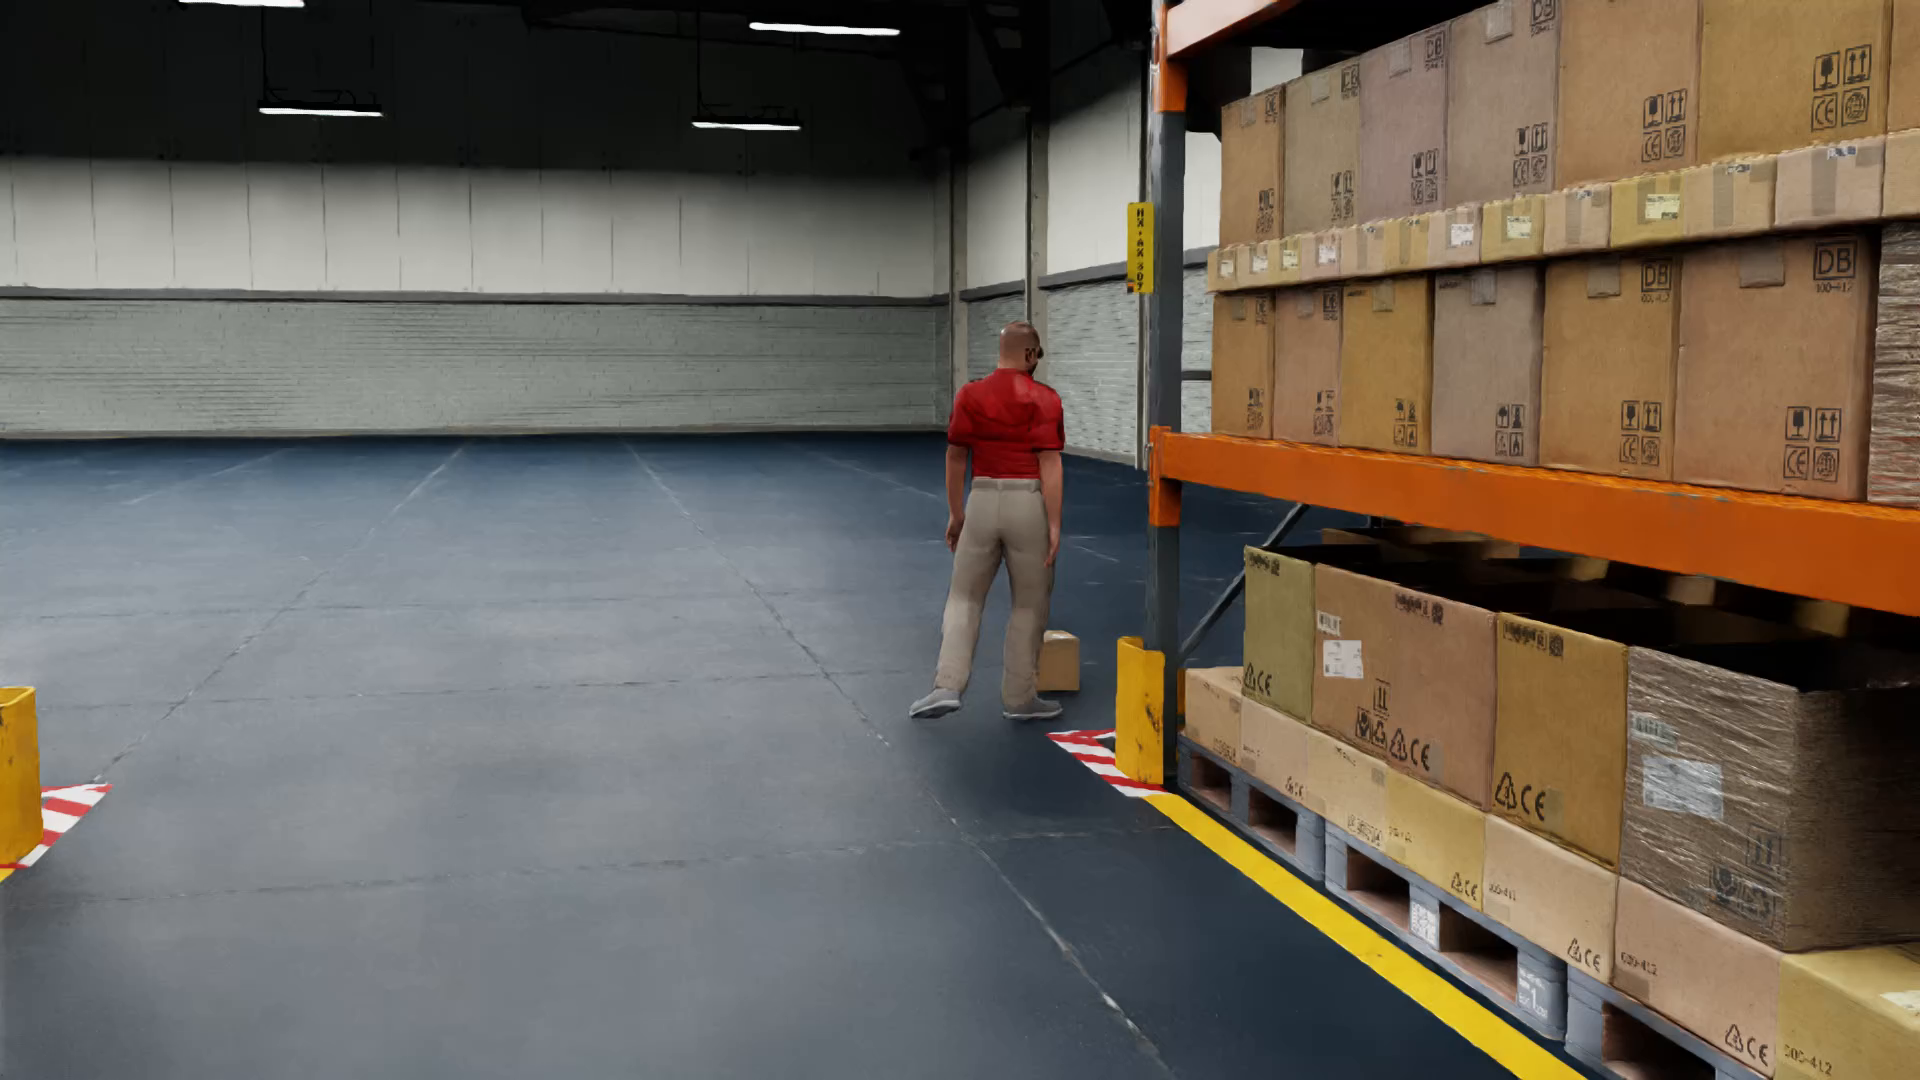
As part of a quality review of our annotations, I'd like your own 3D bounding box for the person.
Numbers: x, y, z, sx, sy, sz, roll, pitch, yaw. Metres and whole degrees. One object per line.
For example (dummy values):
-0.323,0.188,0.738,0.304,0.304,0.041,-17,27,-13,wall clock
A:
0.145,-0.069,7.118,0.649,1.725,0.623,3,7,25,person
